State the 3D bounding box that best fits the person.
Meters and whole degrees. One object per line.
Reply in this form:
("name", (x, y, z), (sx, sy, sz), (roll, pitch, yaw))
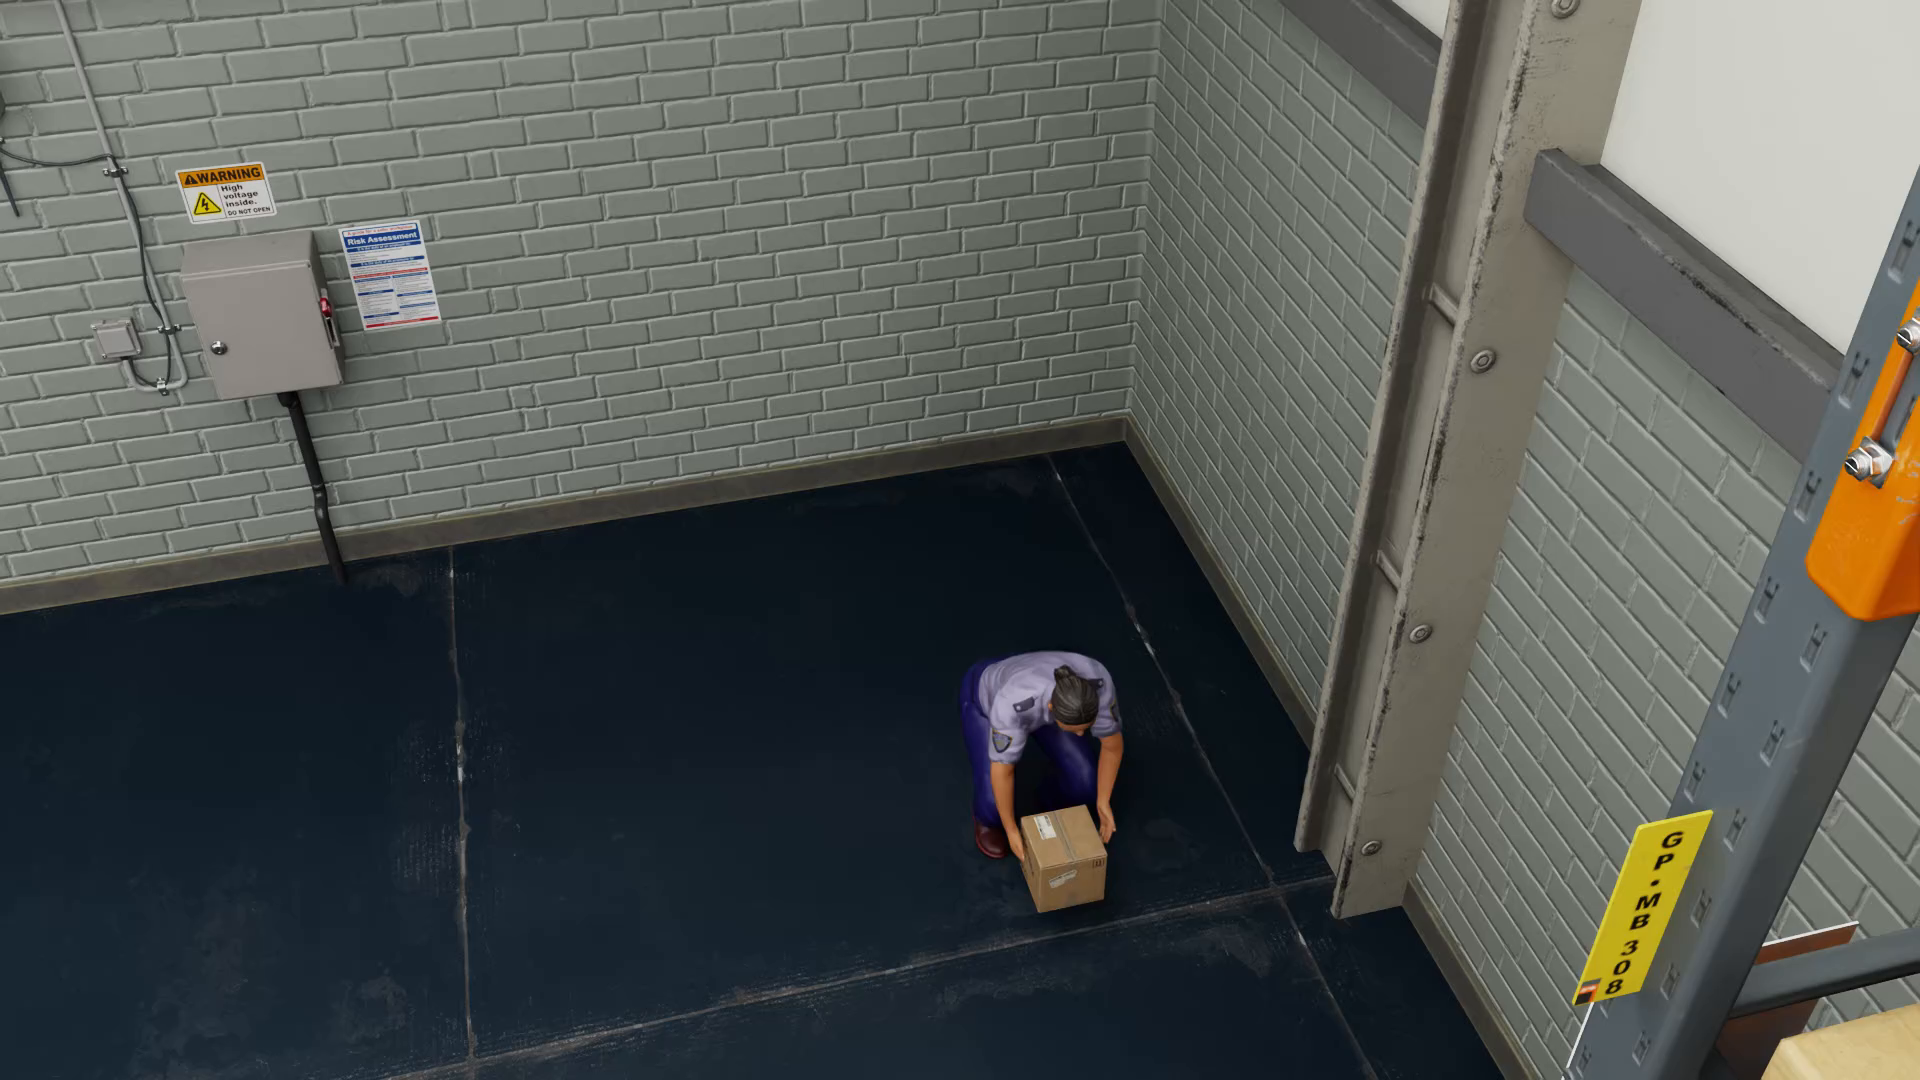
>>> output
("person", (0.296, 0.746, 6.231), (0.536, 1.099, 0.769), (-10, 39, -12))
